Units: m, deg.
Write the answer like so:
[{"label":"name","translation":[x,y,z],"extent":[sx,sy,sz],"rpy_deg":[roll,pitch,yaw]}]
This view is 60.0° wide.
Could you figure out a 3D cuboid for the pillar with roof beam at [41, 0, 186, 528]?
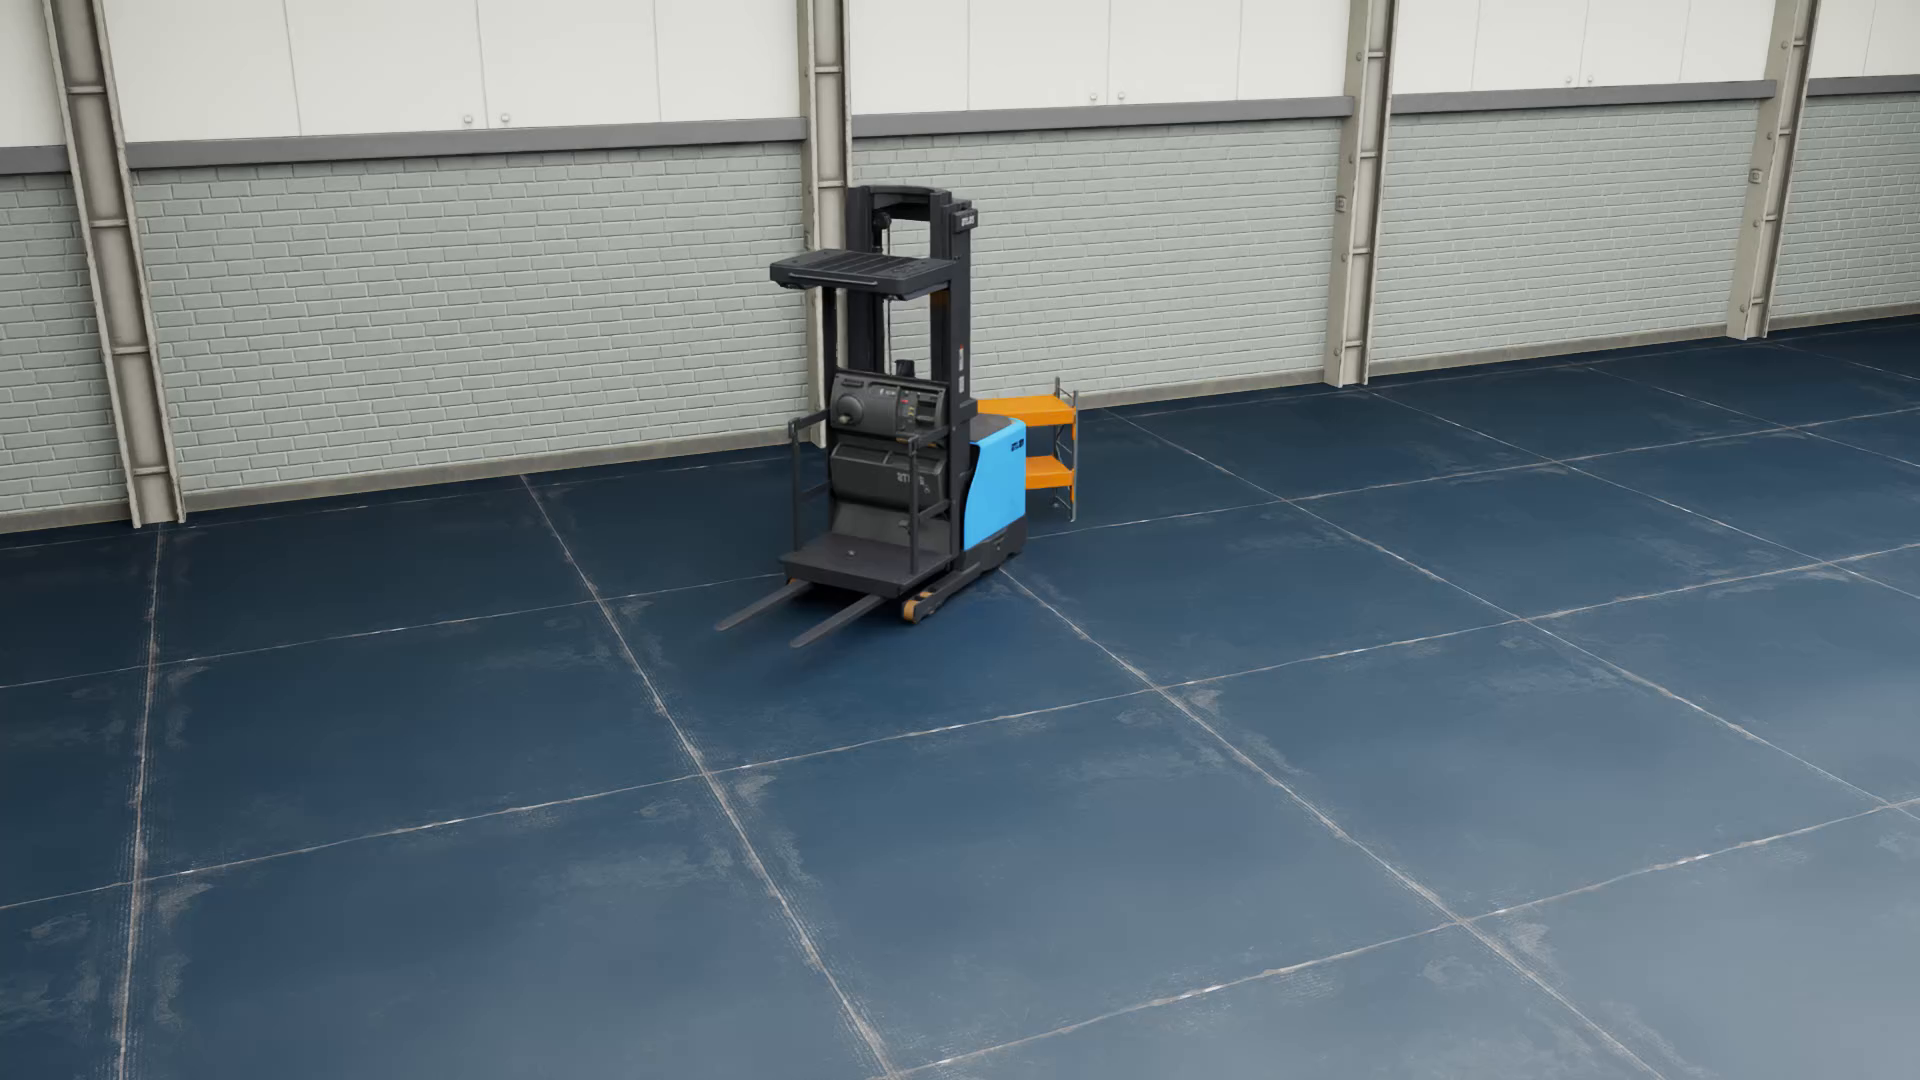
[{"label":"pillar with roof beam","translation":[-5.034,-3.102,8.783],"extent":[0.400,9.000,9.100],"rpy_deg":[-8,21,-22]}]

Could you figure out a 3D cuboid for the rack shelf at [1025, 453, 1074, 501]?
[{"label":"rack shelf","translation":[0.399,-0.490,13.957],"extent":[1.000,0.278,0.538],"rpy_deg":[-6,20,-15]}]

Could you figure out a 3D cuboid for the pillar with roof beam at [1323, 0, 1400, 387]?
[{"label":"pillar with roof beam","translation":[5.985,-4.681,13.267],"extent":[0.400,9.000,9.100],"rpy_deg":[-8,21,-22]}]

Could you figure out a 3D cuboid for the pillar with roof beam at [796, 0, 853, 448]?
[{"label":"pillar with roof beam","translation":[0.475,-3.892,11.025],"extent":[0.400,9.000,9.100],"rpy_deg":[-8,21,-22]}]

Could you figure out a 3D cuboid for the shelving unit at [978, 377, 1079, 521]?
[{"label":"shelving unit","translation":[0.399,-0.721,13.876],"extent":[1.048,1.125,0.538],"rpy_deg":[-6,20,-15]}]

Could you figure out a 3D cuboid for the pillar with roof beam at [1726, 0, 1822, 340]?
[{"label":"pillar with roof beam","translation":[11.494,-5.470,15.508],"extent":[0.400,9.000,9.100],"rpy_deg":[-8,21,-22]}]

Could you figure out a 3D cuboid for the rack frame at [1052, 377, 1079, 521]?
[{"label":"rack frame","translation":[0.886,-0.769,14.011],"extent":[0.032,1.125,0.500],"rpy_deg":[-6,20,-15]}]

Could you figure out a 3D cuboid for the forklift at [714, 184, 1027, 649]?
[{"label":"forklift","translation":[-0.627,-0.961,11.839],"extent":[1.130,2.935,3.031],"rpy_deg":[10,22,27]}]

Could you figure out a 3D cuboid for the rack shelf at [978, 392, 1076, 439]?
[{"label":"rack shelf","translation":[0.399,-0.997,13.779],"extent":[1.000,0.278,0.538],"rpy_deg":[-6,20,-15]}]
